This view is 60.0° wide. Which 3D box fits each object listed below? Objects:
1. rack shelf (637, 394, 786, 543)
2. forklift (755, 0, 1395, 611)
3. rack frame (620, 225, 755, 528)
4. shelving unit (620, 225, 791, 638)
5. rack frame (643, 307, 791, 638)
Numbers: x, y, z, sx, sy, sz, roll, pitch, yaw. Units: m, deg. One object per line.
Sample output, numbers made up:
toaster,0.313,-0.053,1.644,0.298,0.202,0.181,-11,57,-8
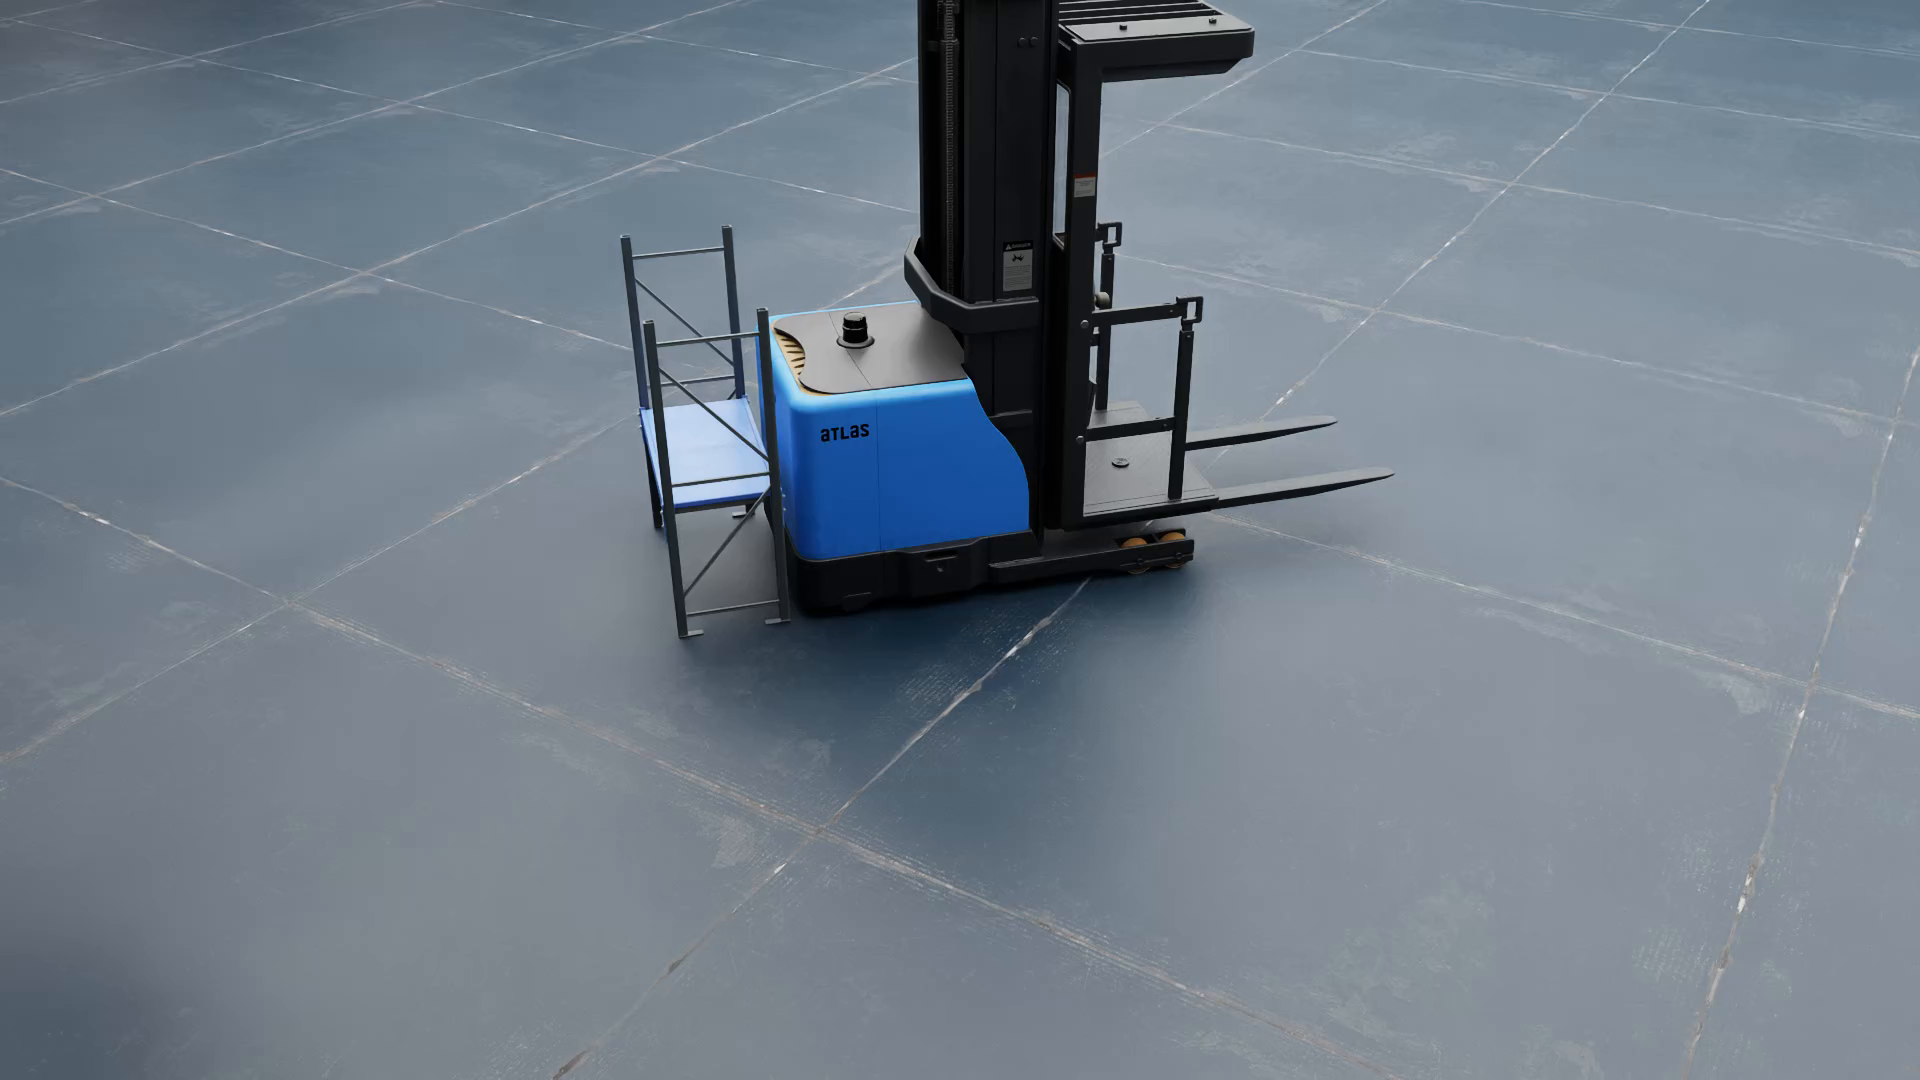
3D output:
rack shelf,-1.143,-0.346,7.560,0.538,0.185,1.000,-8,31,-13
forklift,0.606,-1.354,7.514,3.031,2.935,1.130,-8,31,-14
rack frame,-1.276,-0.748,7.893,0.500,1.500,0.032,-8,31,-13
shelving unit,-1.144,-0.501,7.469,0.538,1.500,1.048,-8,31,-13
rack frame,-1.013,-0.253,7.045,0.500,1.500,0.032,-8,31,-13
